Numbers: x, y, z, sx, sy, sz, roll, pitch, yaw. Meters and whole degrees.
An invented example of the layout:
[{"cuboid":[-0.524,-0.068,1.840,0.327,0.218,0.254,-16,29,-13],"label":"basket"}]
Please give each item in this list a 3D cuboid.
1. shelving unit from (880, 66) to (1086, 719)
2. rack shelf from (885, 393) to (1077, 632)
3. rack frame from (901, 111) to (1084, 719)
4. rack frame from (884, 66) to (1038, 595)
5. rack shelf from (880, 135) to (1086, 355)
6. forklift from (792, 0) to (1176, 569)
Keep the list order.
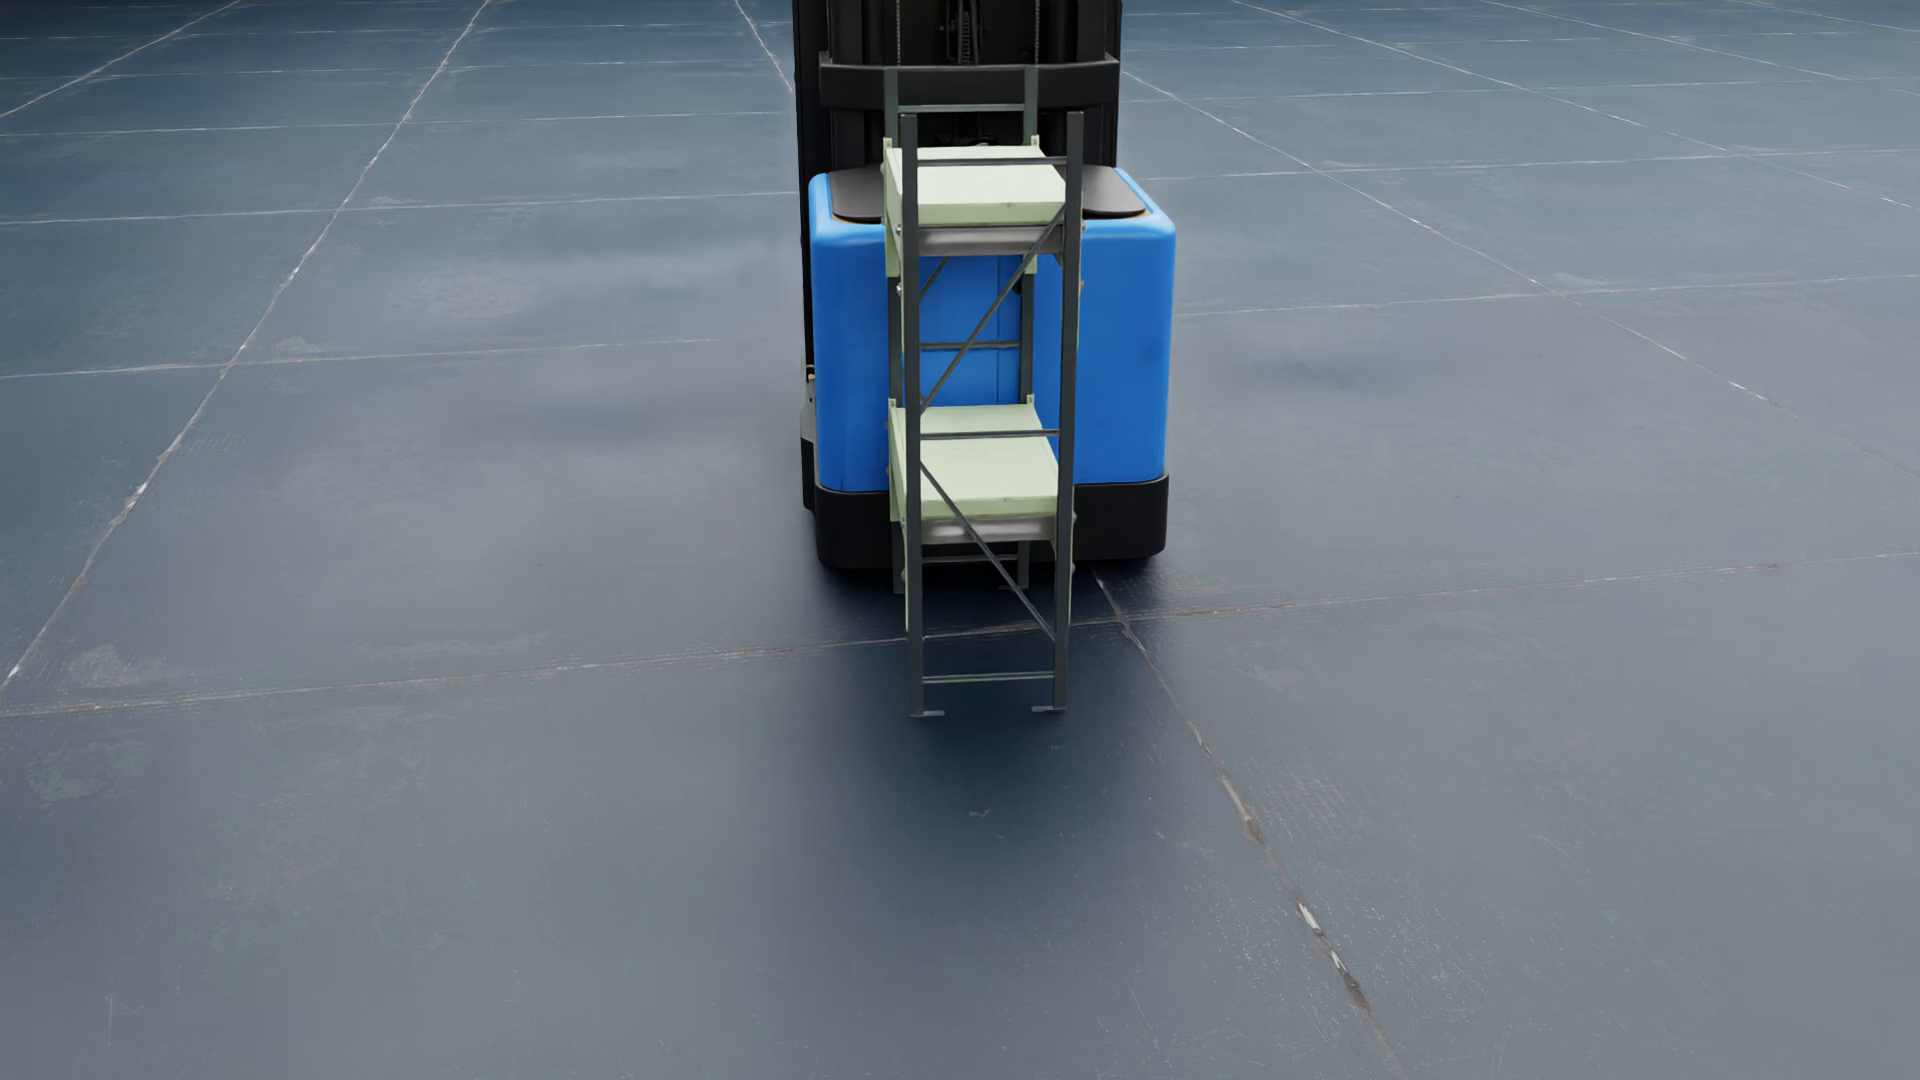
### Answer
[{"cuboid":[0.037,-0.391,4.272,0.431,1.500,0.755,-2,24,-5],"label":"shelving unit"},{"cuboid":[0.037,-0.092,4.402,0.431,0.370,0.720,-2,24,-5],"label":"rack shelf"},{"cuboid":[0.072,-0.245,3.938,0.400,1.500,0.023,-2,24,-5],"label":"rack frame"},{"cuboid":[0.003,-0.537,4.606,0.400,1.500,0.023,-2,24,-5],"label":"rack frame"},{"cuboid":[0.037,-0.749,4.116,0.431,0.370,0.720,-2,24,-5],"label":"rack shelf"},{"cuboid":[-0.034,-1.809,5.731,1.130,2.935,3.031,-2,24,-5],"label":"forklift"}]
